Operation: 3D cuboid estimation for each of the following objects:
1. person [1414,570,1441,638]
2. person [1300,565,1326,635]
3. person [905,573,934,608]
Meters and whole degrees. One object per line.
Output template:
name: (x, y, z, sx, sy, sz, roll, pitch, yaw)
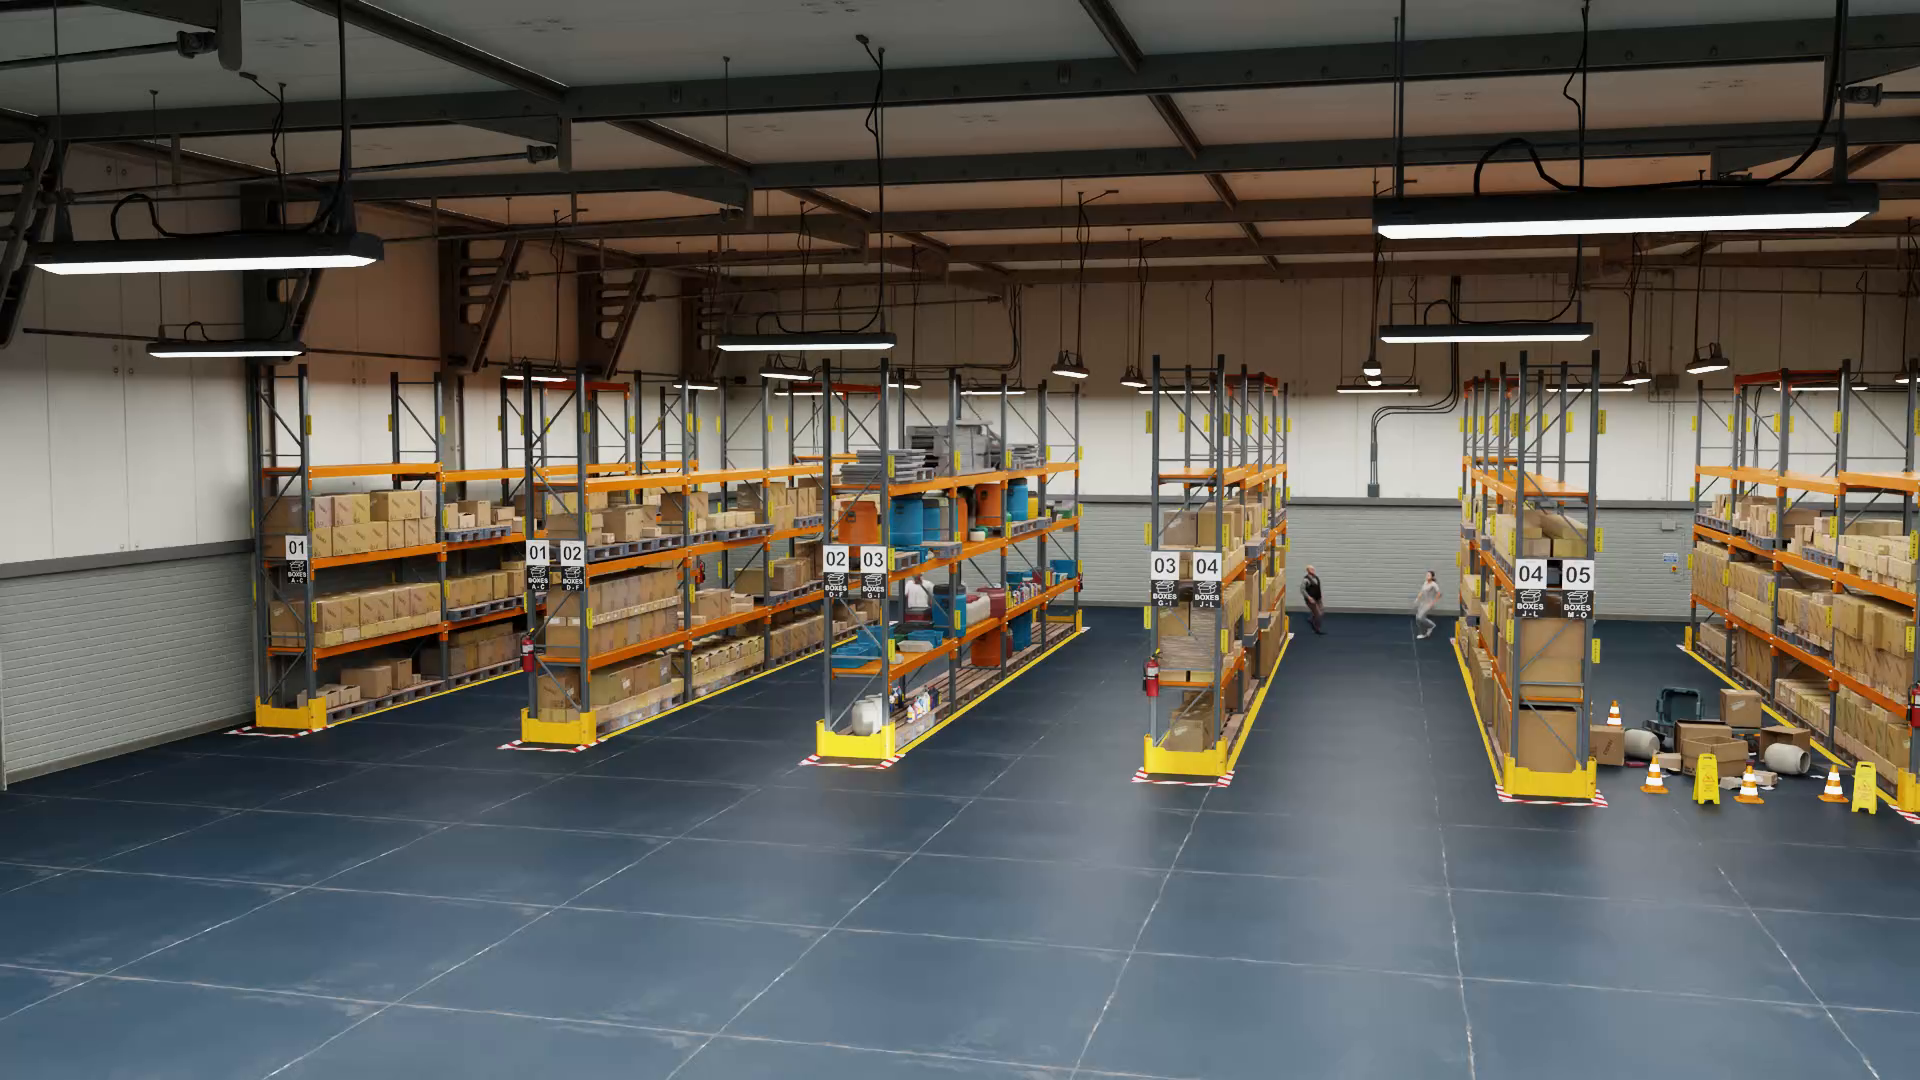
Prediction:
person: (10.963, 1.519, 39.005, 0.532, 1.621, 0.618, -2, 4, -21)
person: (8.398, 1.430, 39.803, 0.720, 1.658, 0.603, -3, 5, -33)
person: (-0.895, 1.465, 34.737, 0.688, 1.800, 0.864, 1, 4, 14)
